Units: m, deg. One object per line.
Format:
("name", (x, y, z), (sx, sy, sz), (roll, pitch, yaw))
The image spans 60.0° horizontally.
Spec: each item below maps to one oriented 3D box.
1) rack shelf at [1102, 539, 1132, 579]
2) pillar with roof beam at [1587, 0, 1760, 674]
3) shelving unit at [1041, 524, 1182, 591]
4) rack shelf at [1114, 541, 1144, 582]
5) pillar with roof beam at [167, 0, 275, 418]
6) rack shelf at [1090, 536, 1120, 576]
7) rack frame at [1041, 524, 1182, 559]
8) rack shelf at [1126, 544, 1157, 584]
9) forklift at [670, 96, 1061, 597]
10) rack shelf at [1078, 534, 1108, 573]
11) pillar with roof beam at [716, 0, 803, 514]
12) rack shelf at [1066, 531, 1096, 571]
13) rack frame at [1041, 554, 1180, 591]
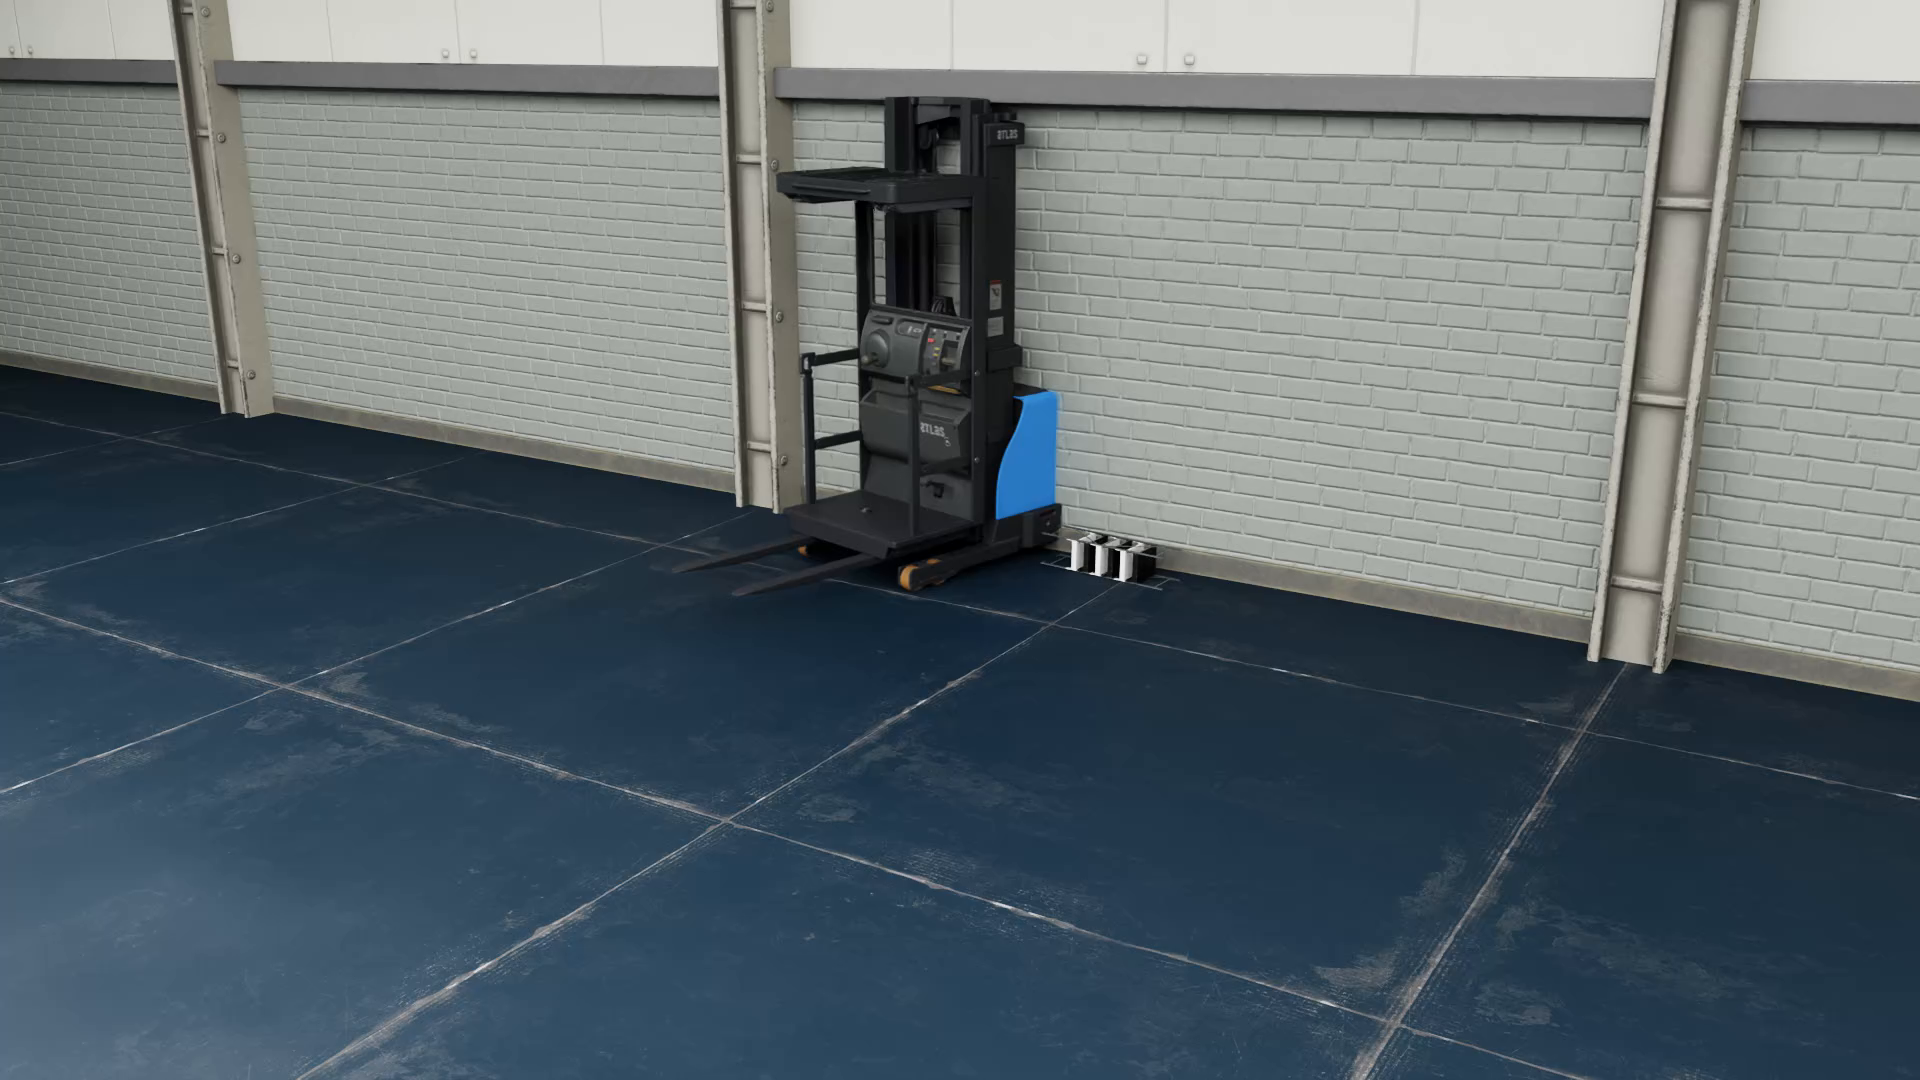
("rack shelf", (1.007, 0.116, 10.627), (0.077, 0.200, 0.258), (12, 21, 34))
("pillar with roof beam", (1.463, -2.583, 4.403), (0.400, 9.000, 9.100), (10, 20, 30))
("shelving unit", (0.961, 0.106, 10.658), (0.900, 0.210, 0.258), (12, 21, 34))
("rack shelf", (1.080, 0.132, 10.576), (0.077, 0.200, 0.258), (12, 21, 34))
("pillar with roof beam", (-8.763, -4.409, 10.412), (0.400, 9.000, 9.100), (10, 20, 30))
("rack shelf", (0.934, 0.100, 10.677), (0.077, 0.200, 0.258), (12, 21, 34))
("rack frame", (0.962, 0.009, 10.628), (0.900, 0.006, 0.240), (12, 21, 34))
("rack shelf", (1.153, 0.148, 10.526), (0.077, 0.200, 0.258), (12, 21, 34))
("forklift", (-0.441, -1.248, 10.447), (3.031, 2.935, 1.130), (-16, 23, -42))
("rack shelf", (0.861, 0.084, 10.727), (0.077, 0.200, 0.258), (12, 21, 34))
("pillar with roof beam", (-3.650, -3.496, 7.408), (0.400, 9.000, 9.100), (10, 20, 30))
("rack shelf", (0.788, 0.068, 10.778), (0.077, 0.200, 0.258), (12, 21, 34))
("rack frame", (0.960, 0.203, 10.688), (0.900, 0.006, 0.240), (12, 21, 34))
